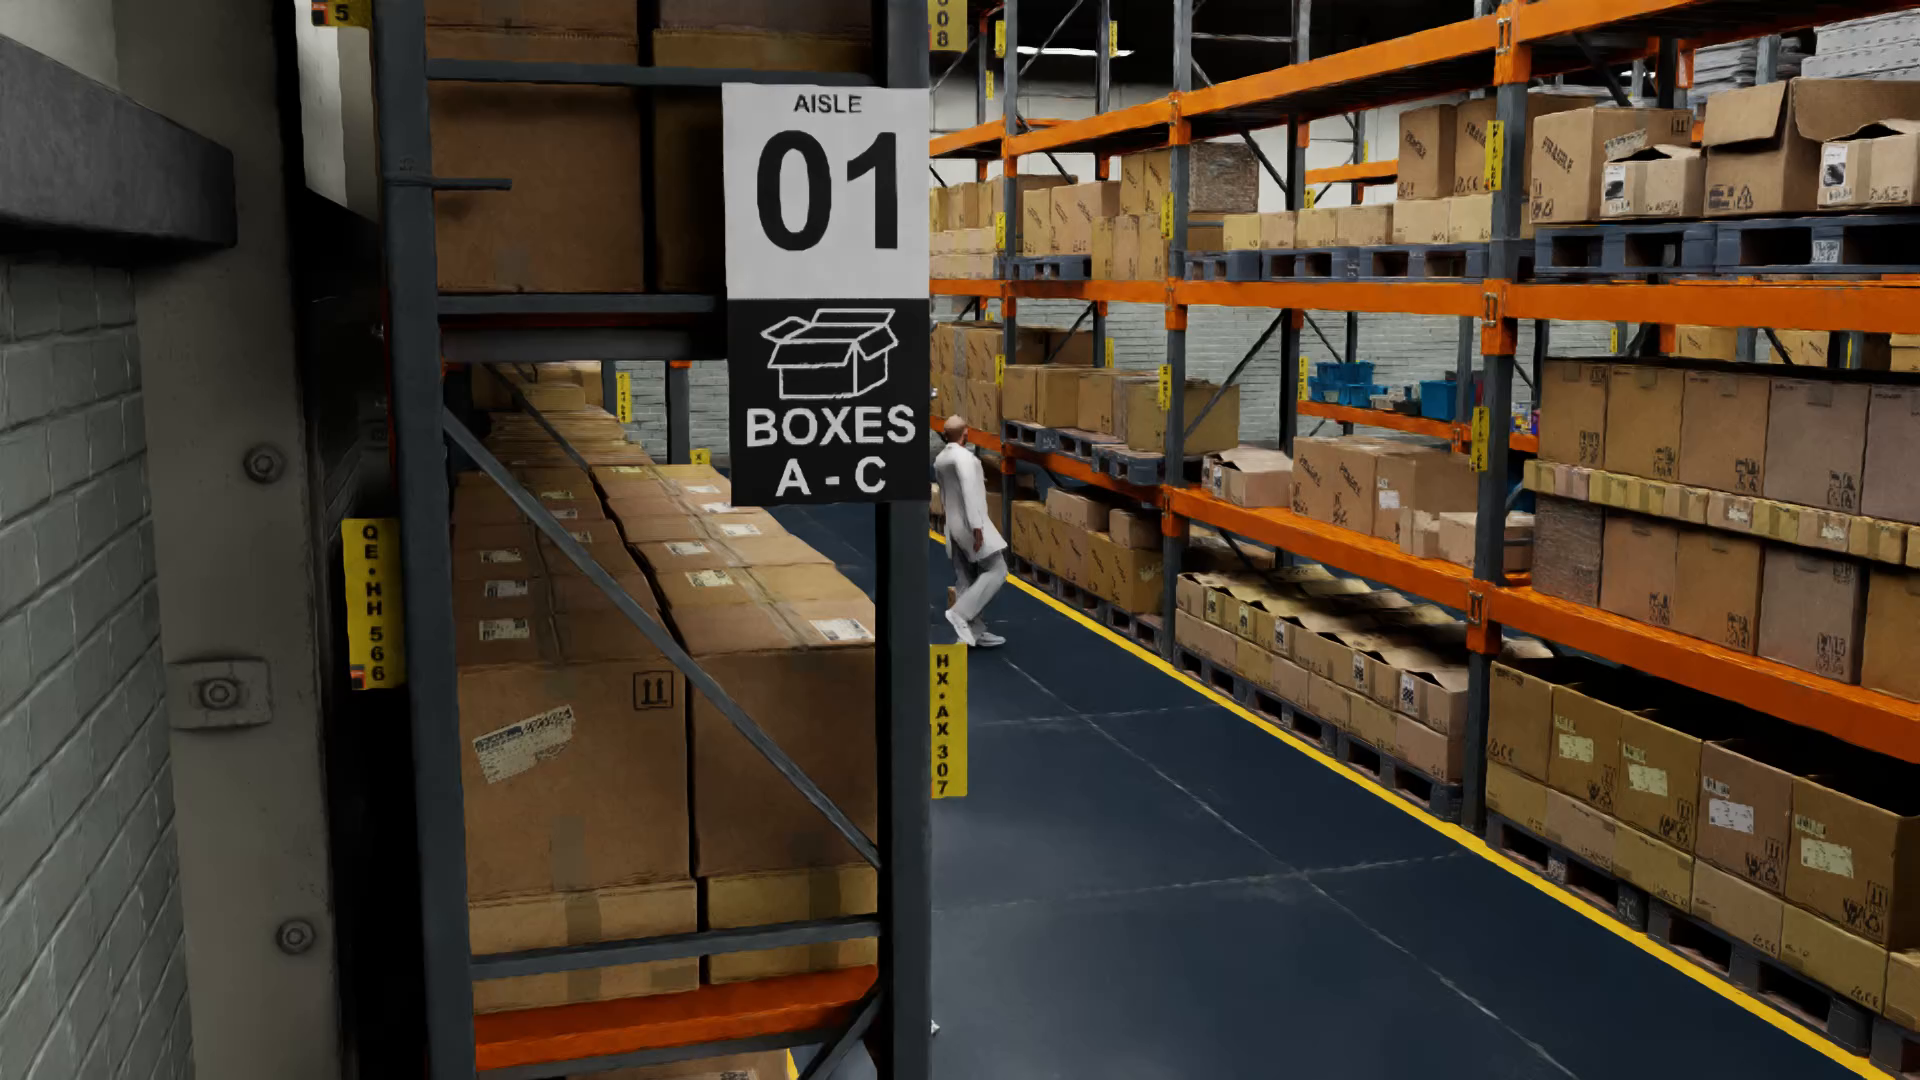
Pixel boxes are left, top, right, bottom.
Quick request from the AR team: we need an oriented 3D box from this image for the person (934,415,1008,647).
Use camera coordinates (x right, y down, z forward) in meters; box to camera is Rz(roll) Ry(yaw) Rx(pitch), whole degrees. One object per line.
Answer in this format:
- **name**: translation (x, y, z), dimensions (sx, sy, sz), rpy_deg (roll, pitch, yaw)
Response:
- **person**: translation (0.071, -0.065, 12.771), dimensions (0.524, 1.776, 0.700), rpy_deg (-4, 10, -25)
